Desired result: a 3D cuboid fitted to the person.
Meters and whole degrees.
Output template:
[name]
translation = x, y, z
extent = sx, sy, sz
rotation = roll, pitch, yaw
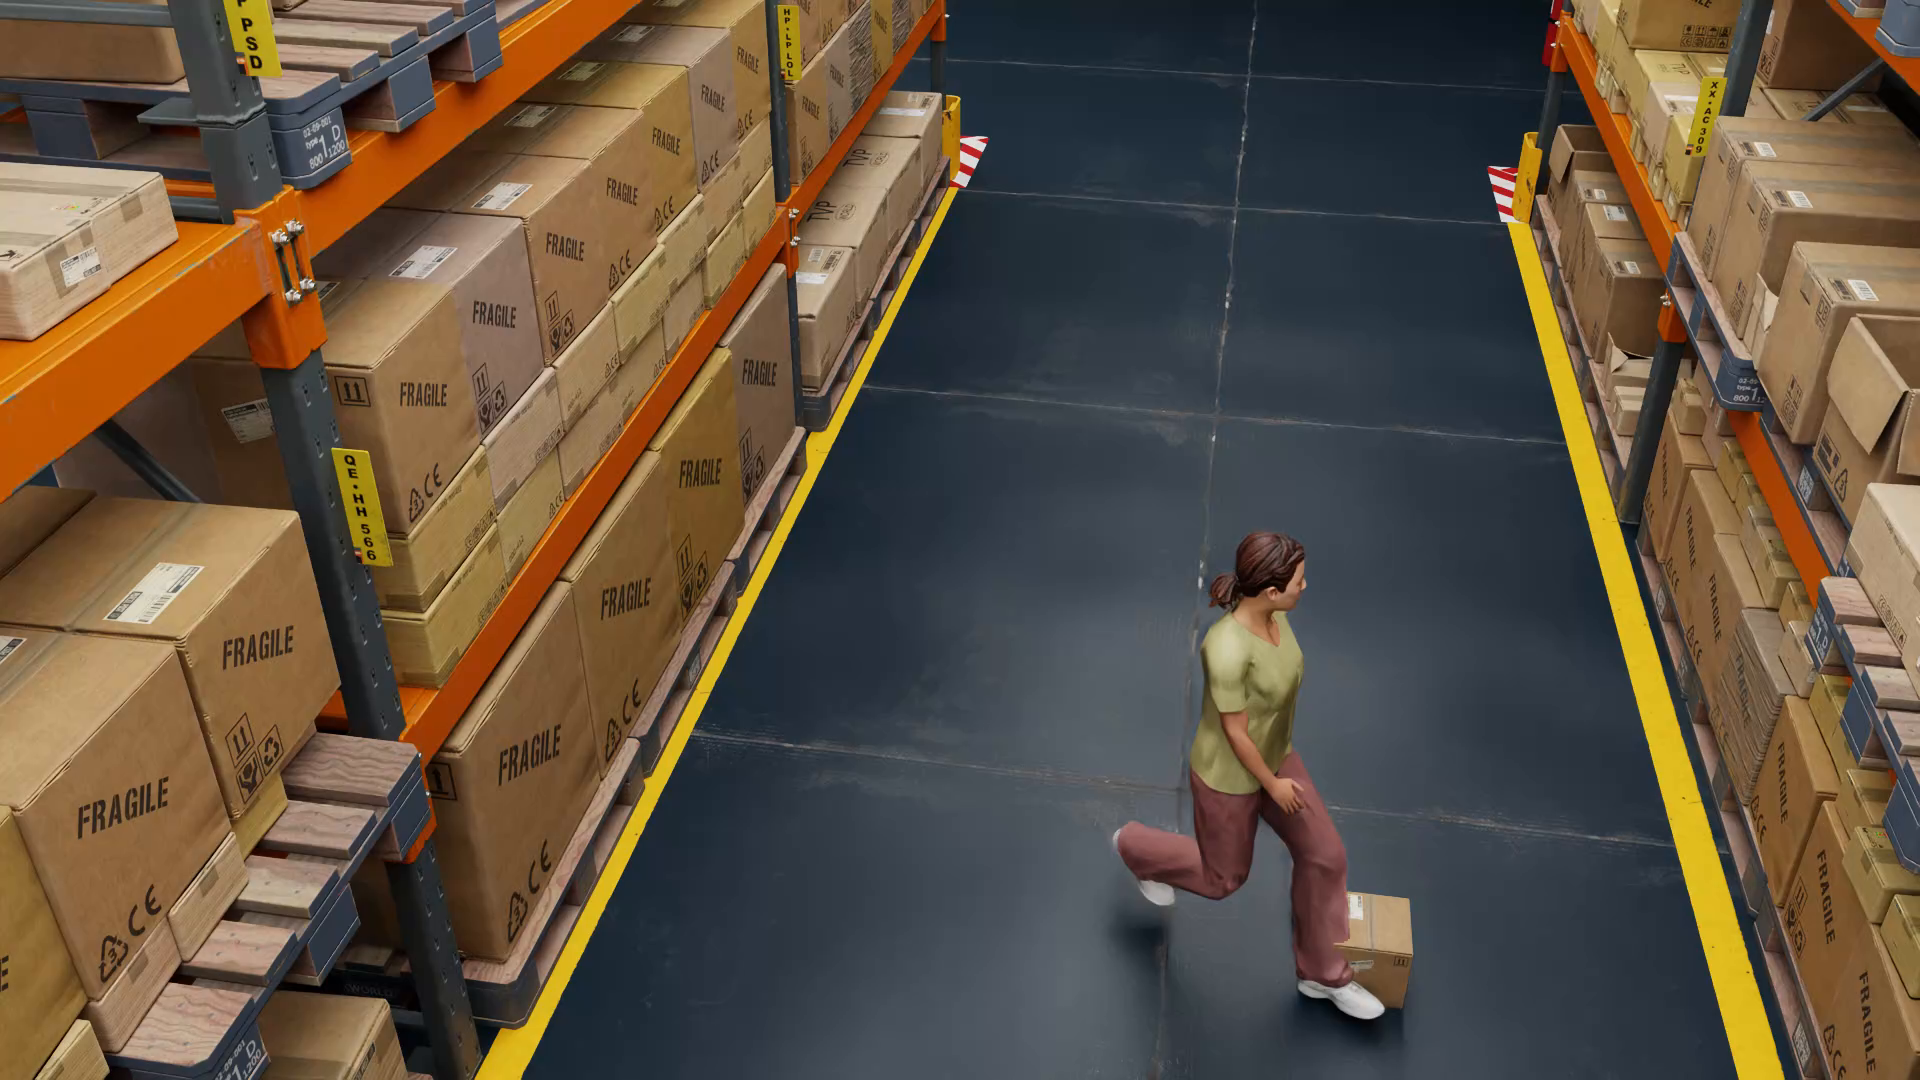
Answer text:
[person]
translation = 0.955, 0.702, 5.146
extent = 1.042, 1.552, 0.425
rotation = 25, 40, 34
